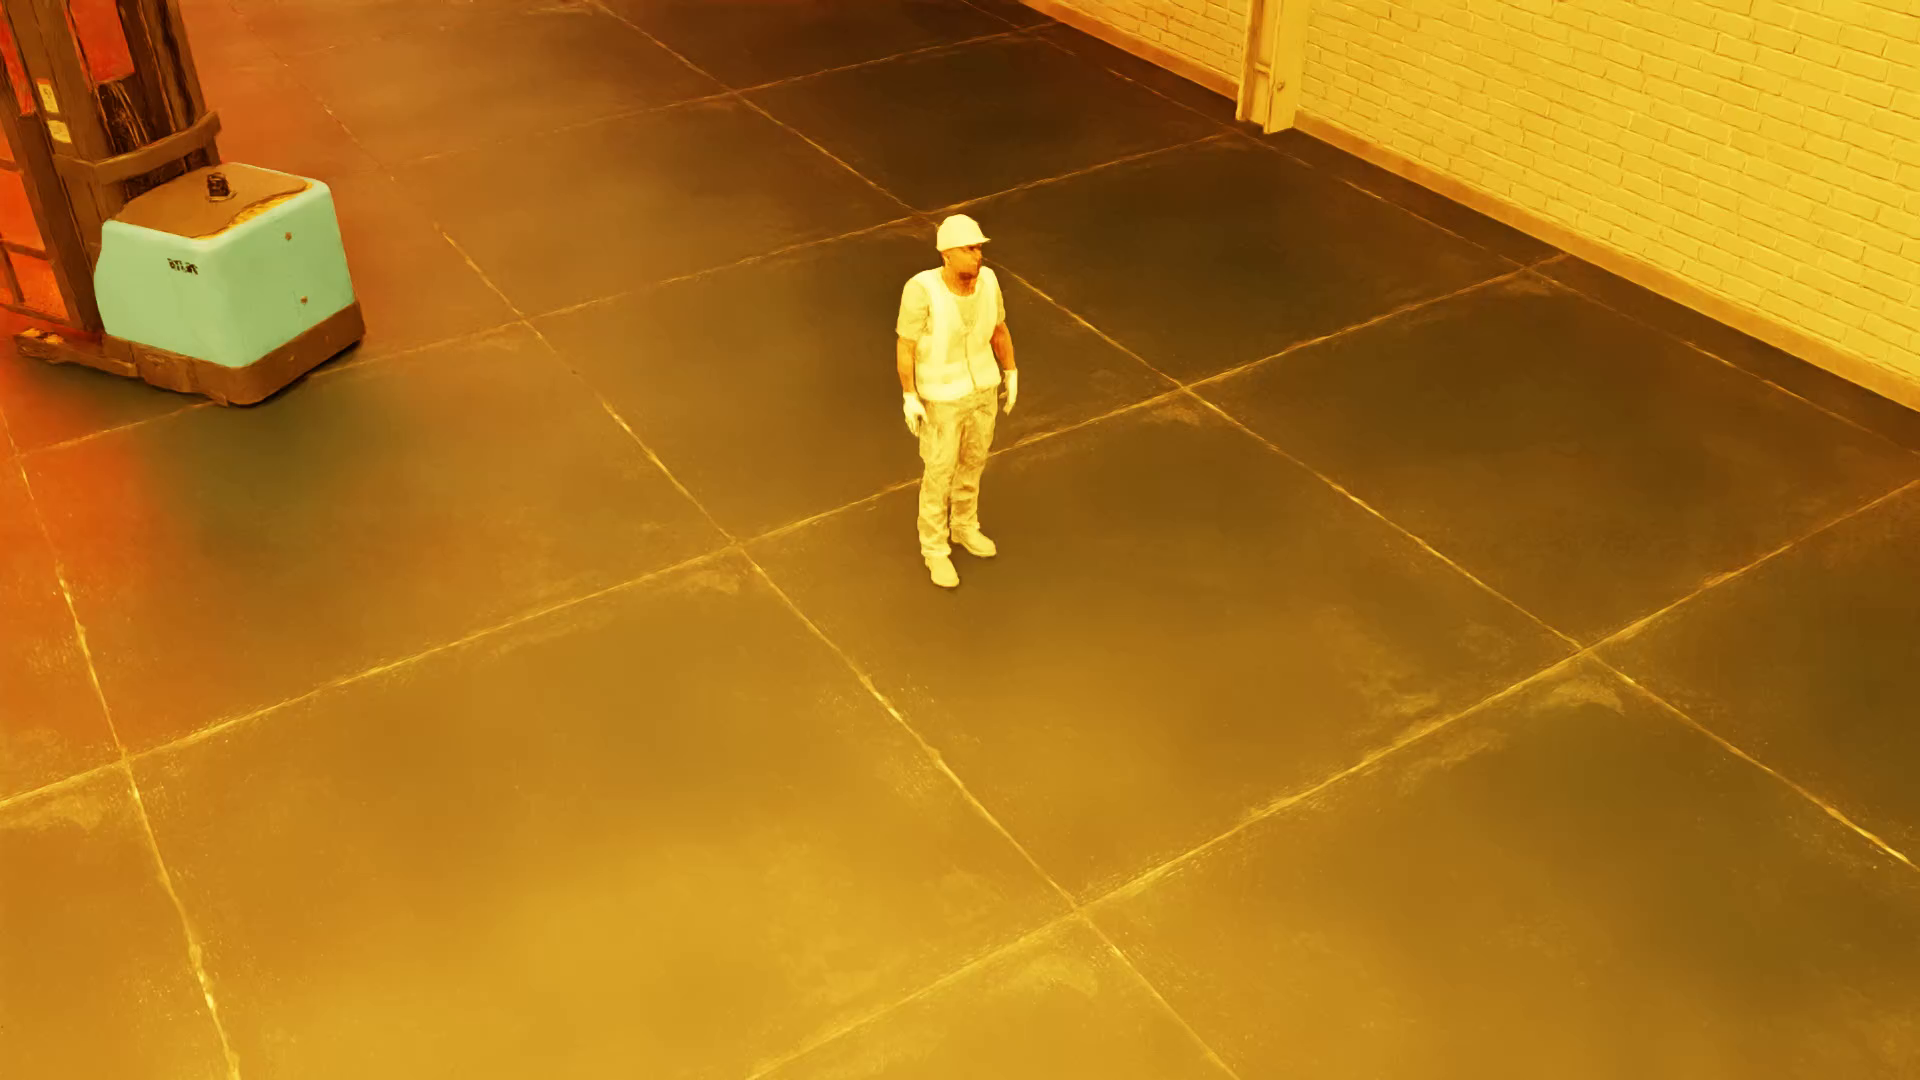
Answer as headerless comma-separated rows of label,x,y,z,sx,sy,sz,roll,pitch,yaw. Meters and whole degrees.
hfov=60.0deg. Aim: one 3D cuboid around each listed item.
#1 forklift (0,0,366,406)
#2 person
forklift,-5.282,-2.550,9.777,3.031,2.935,1.130,15,38,20
person,0.033,-0.698,8.128,0.655,1.782,0.576,-21,40,-27
